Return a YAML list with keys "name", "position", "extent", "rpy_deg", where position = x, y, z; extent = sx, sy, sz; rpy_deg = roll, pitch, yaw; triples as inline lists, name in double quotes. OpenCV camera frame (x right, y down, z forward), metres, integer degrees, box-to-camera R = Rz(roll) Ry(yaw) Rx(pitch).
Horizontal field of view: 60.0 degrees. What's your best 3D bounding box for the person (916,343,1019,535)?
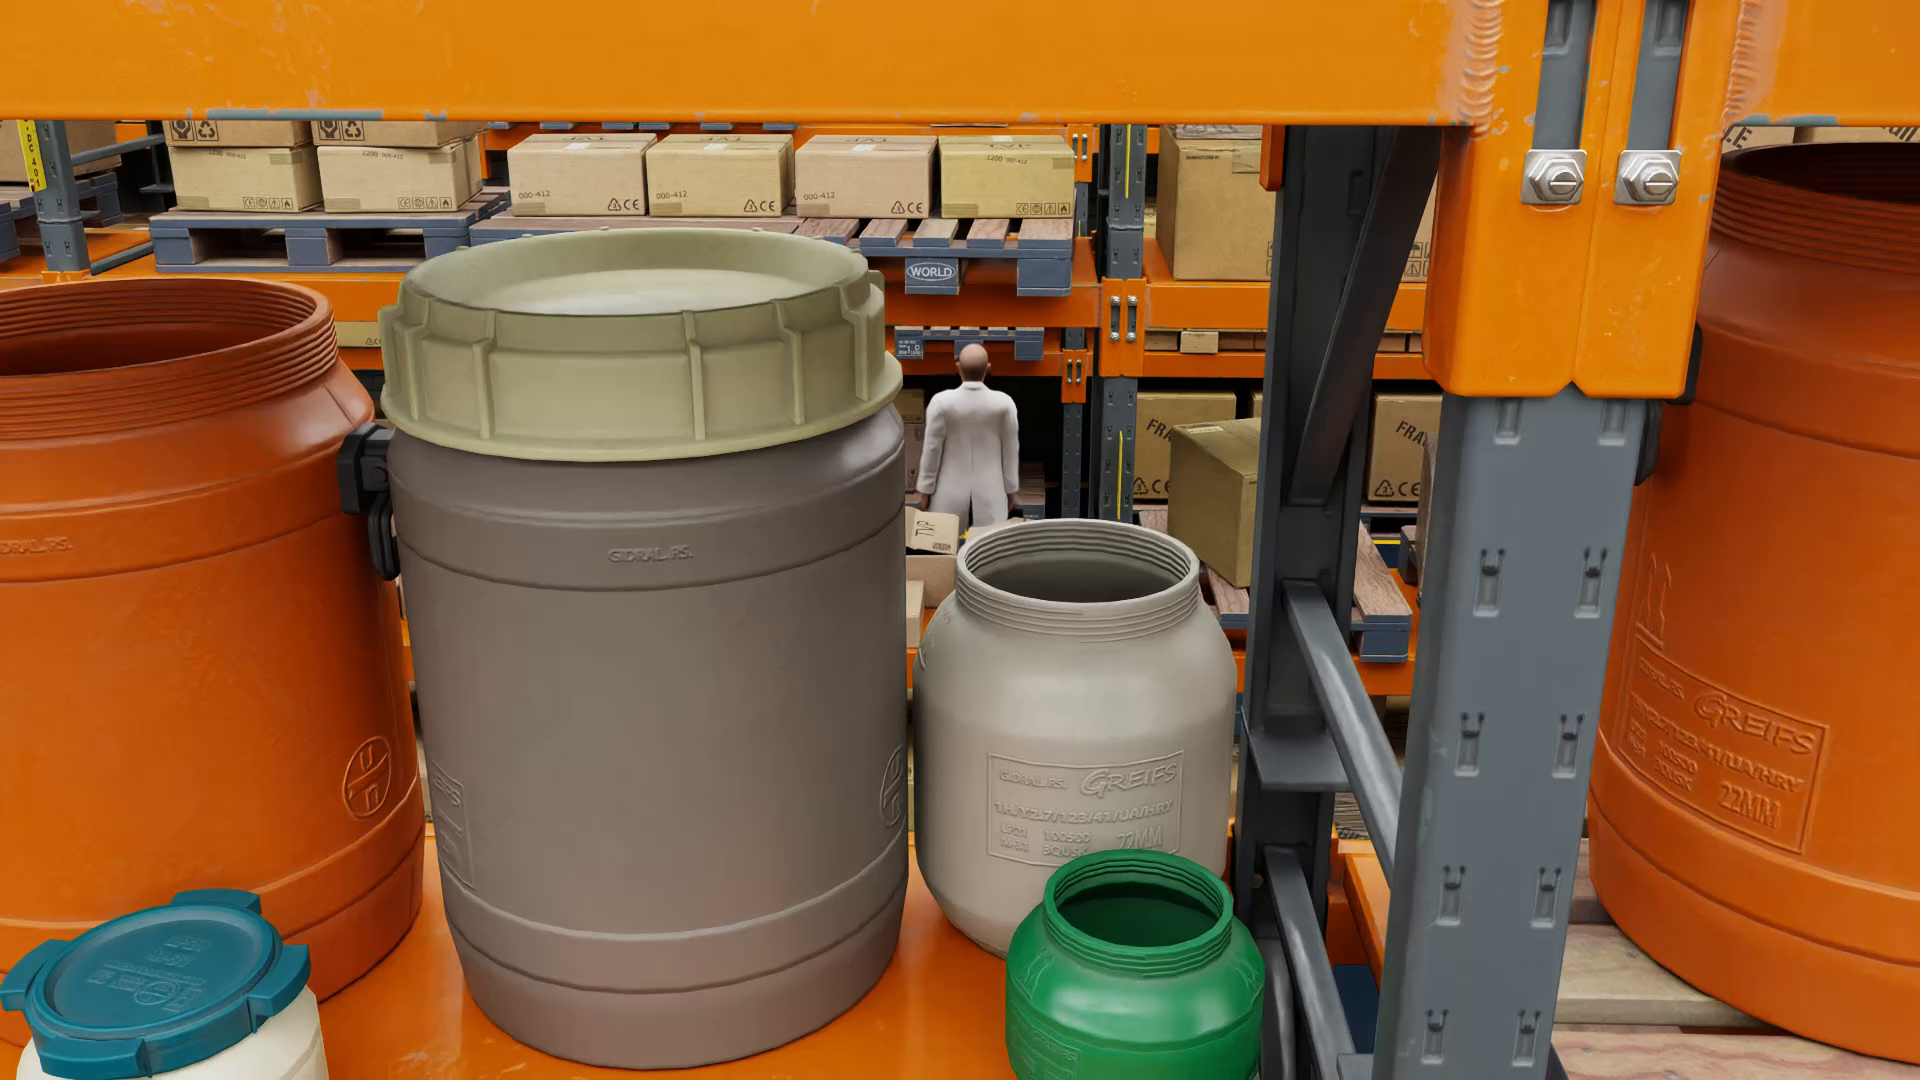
- name: "person"
  position: [0.042, -0.292, 9.886]
  extent: [0.612, 1.816, 0.507]
  rpy_deg: [-1, 20, -2]
